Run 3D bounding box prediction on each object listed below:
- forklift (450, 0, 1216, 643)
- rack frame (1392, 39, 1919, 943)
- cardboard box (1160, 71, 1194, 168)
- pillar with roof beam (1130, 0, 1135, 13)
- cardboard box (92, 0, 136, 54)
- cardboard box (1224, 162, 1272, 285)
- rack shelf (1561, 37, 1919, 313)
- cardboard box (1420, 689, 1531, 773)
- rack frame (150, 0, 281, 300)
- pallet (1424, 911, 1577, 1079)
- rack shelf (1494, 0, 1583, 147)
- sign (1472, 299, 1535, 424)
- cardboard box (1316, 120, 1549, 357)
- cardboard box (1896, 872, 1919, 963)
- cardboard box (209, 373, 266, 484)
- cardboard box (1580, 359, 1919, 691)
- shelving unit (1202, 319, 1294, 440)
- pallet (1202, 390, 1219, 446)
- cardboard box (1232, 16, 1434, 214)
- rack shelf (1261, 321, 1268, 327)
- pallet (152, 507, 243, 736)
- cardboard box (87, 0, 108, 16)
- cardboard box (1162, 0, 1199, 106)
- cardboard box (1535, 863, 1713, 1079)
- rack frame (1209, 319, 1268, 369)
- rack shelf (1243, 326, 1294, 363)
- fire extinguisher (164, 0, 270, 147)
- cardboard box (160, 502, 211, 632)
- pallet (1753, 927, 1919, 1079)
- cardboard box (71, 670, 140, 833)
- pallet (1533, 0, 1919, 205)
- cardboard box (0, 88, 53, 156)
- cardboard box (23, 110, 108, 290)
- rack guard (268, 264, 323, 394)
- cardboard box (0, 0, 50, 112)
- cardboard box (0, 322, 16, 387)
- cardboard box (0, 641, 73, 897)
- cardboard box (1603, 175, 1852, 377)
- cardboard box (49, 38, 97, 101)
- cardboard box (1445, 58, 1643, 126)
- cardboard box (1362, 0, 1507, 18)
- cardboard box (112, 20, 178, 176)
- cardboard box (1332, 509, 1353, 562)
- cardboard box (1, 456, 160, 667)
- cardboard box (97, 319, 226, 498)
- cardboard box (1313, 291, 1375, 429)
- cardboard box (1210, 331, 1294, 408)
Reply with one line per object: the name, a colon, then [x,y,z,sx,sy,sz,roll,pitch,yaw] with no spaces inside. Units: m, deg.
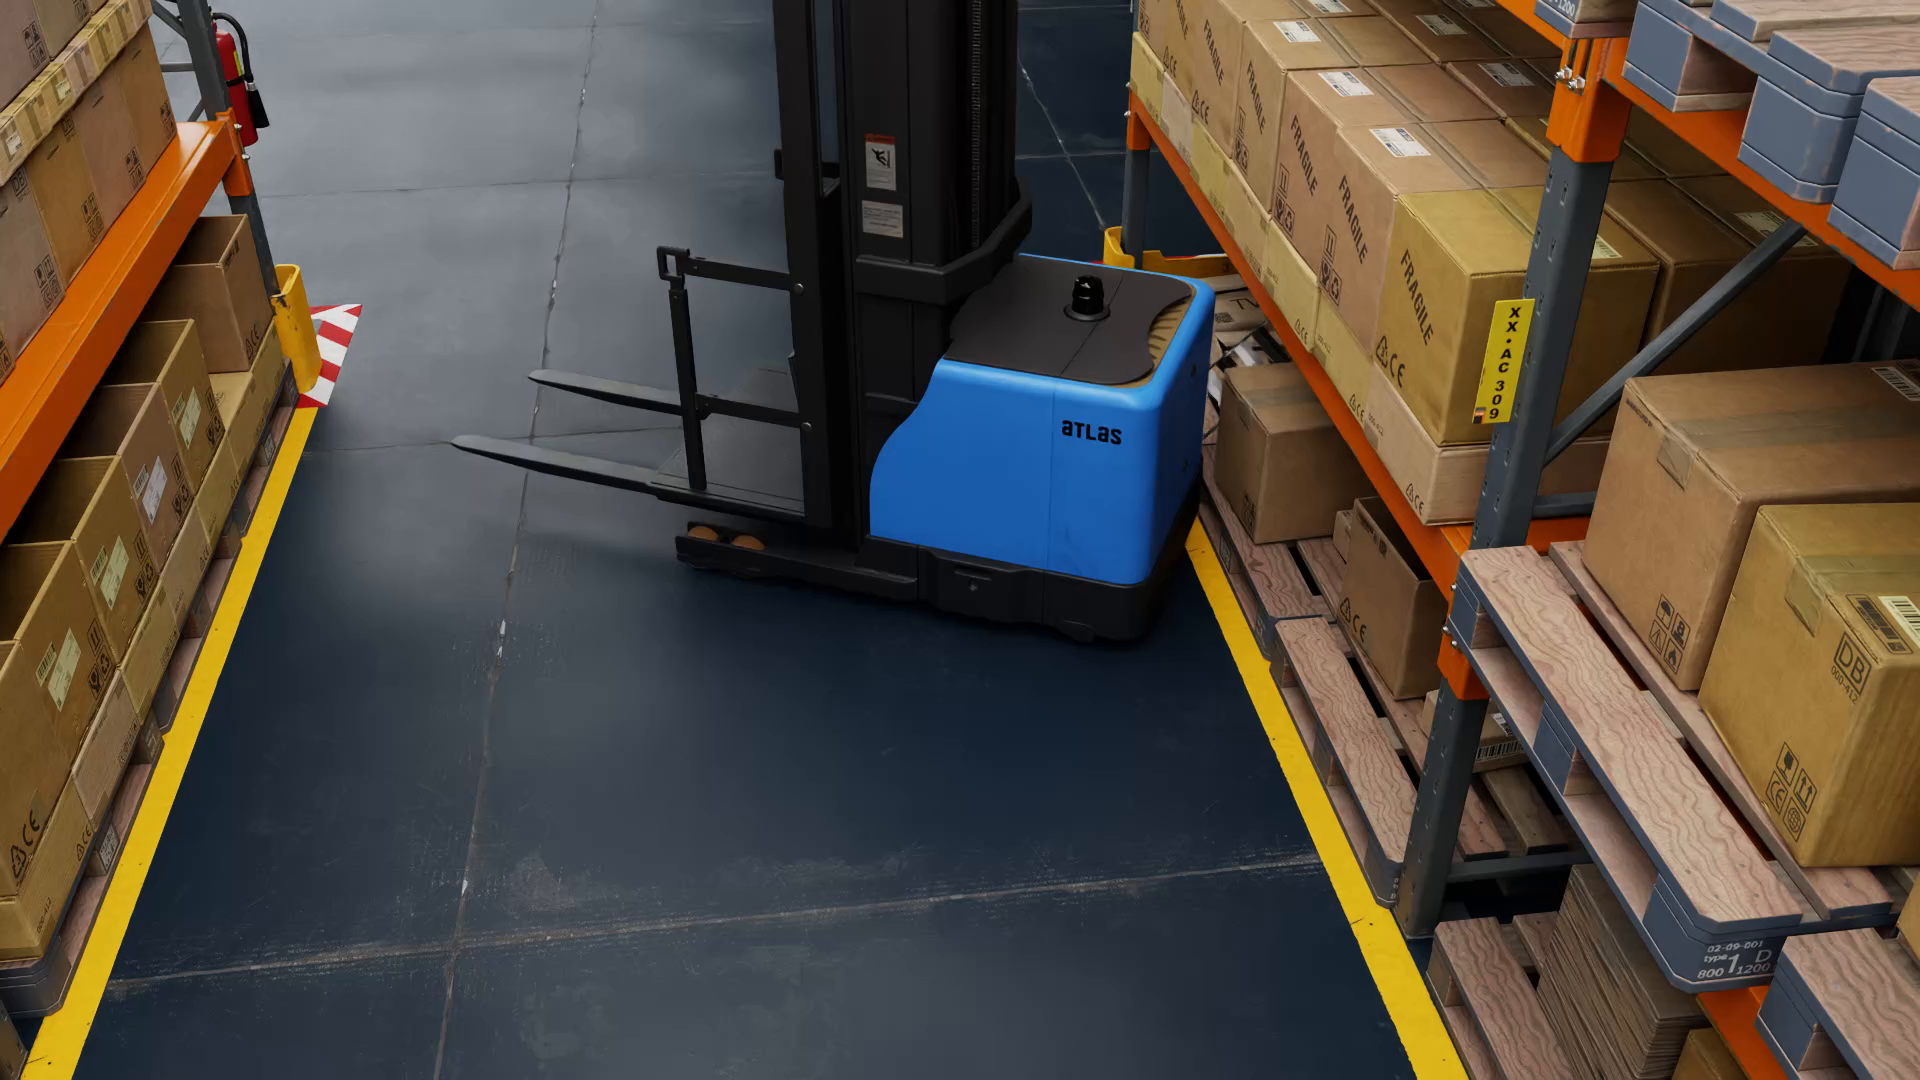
forklift: [-0.594,-1.328,6.096,3.031,2.935,1.130,11,36,16]
rack frame: [1.824,-0.107,4.243,1.000,3.000,0.127,-4,35,-6]
cardboard box: [1.121,-1.700,6.697,0.500,0.250,0.500,-5,35,-8]
pillar with roof beam: [-2.836,-7.515,9.787,9.100,9.000,0.400,-4,35,-6]
cardboard box: [-3.346,-1.926,6.248,0.380,0.149,0.250,-4,34,-5]
cardboard box: [1.249,-1.133,5.865,0.500,0.250,0.500,-4,34,-6]
rack shelf: [2.093,0.067,1.963,1.077,0.370,4.000,-4,35,-6]
cardboard box: [1.722,0.586,5.352,0.380,0.166,0.250,-9,35,-13]
rack frame: [-3.622,-1.962,6.965,1.000,3.000,0.127,-4,35,-6]
pallet: [1.930,1.480,4.391,1.003,0.211,1.213,-4,35,-6]
rack shelf: [1.555,-2.165,5.239,1.077,0.370,4.000,-4,35,-6]
sign: [1.287,-0.419,3.933,0.100,0.325,0.005,-4,35,-6]
cardboard box: [1.381,-0.882,4.830,0.500,0.500,0.500,-5,35,-7]
cardboard box: [2.046,0.634,2.677,0.700,0.500,0.500,0,34,0]
cardboard box: [-3.178,-0.444,6.807,0.500,0.250,0.500,-4,35,-6]
cardboard box: [1.859,-0.043,3.671,0.700,0.500,0.500,-4,35,-6]
shelving unit: [1.199,-0.722,6.692,0.210,0.900,0.258,50,18,1]
pallet: [1.370,-0.688,7.573,1.003,0.211,1.213,-4,35,-6]
cardboard box: [1.253,-1.454,5.669,0.500,0.500,0.500,-3,34,-5]
rack shelf: [1.306,-0.812,6.647,0.200,0.077,0.258,50,18,1]
pallet: [-3.317,0.293,6.132,1.003,0.211,1.213,-4,35,-6]
cardboard box: [-3.565,-2.248,6.145,0.700,0.500,0.500,-4,35,-6]
cardboard box: [1.109,-2.029,6.514,0.500,0.500,0.500,-4,35,-6]
cardboard box: [1.939,1.154,4.222,0.700,0.500,0.500,-3,34,-5]
rack frame: [1.134,-0.801,6.693,0.006,0.900,0.240,50,18,1]
rack shelf: [1.241,-0.757,6.675,0.200,0.077,0.258,50,18,1]
fire extinguisher: [-3.178,-2.031,7.135,0.296,0.674,0.183,-4,35,-6]
cardboard box: [-3.044,0.114,5.988,0.500,0.250,0.500,-4,35,-6]
pallet: [2.055,1.103,2.638,1.003,0.211,1.213,-4,35,-6]
cardboard box: [-2.908,0.672,5.169,0.500,0.250,0.500,-4,35,-6]
pallet: [1.801,-0.916,2.934,1.213,0.211,1.003,-4,35,-6]
cardboard box: [-3.207,-1.350,5.402,0.380,0.149,0.250,-3,34,-5]
cardboard box: [-3.436,-1.171,5.717,0.700,0.500,0.500,-4,34,-6]
rack guard: [-3.626,-0.942,7.689,1.175,0.500,0.348,-4,35,-6]
cardboard box: [-3.420,-1.674,5.302,0.700,0.500,0.500,-4,35,-6]
cardboard box: [-3.291,-0.592,4.867,0.700,0.500,0.500,-4,34,-6]
cardboard box: [-2.836,0.641,4.549,0.500,0.500,0.500,-4,35,-6]
cardboard box: [1.968,-0.641,4.477,0.500,0.500,0.500,-5,35,-7]
cardboard box: [-3.279,-1.643,5.833,0.380,0.149,0.250,-4,34,-6]
cardboard box: [1.840,-1.209,5.309,0.500,0.500,0.500,-3,34,-5]
cardboard box: [1.692,-1.778,6.146,0.500,0.500,0.500,-5,35,-8]
cardboard box: [-3.572,-1.742,6.553,0.700,0.500,0.500,-4,35,-6]
cardboard box: [1.629,-0.005,6.234,0.380,0.149,0.250,-7,35,-10]
cardboard box: [-2.971,0.083,5.368,0.500,0.500,0.500,-4,35,-6]
cardboard box: [-3.106,-0.475,6.187,0.500,0.500,0.500,-4,35,-6]
cardboard box: [1.401,-0.573,5.043,0.500,0.250,0.500,-4,35,-6]
cardboard box: [1.366,-0.699,7.109,0.500,0.311,0.500,-2,34,-2]
